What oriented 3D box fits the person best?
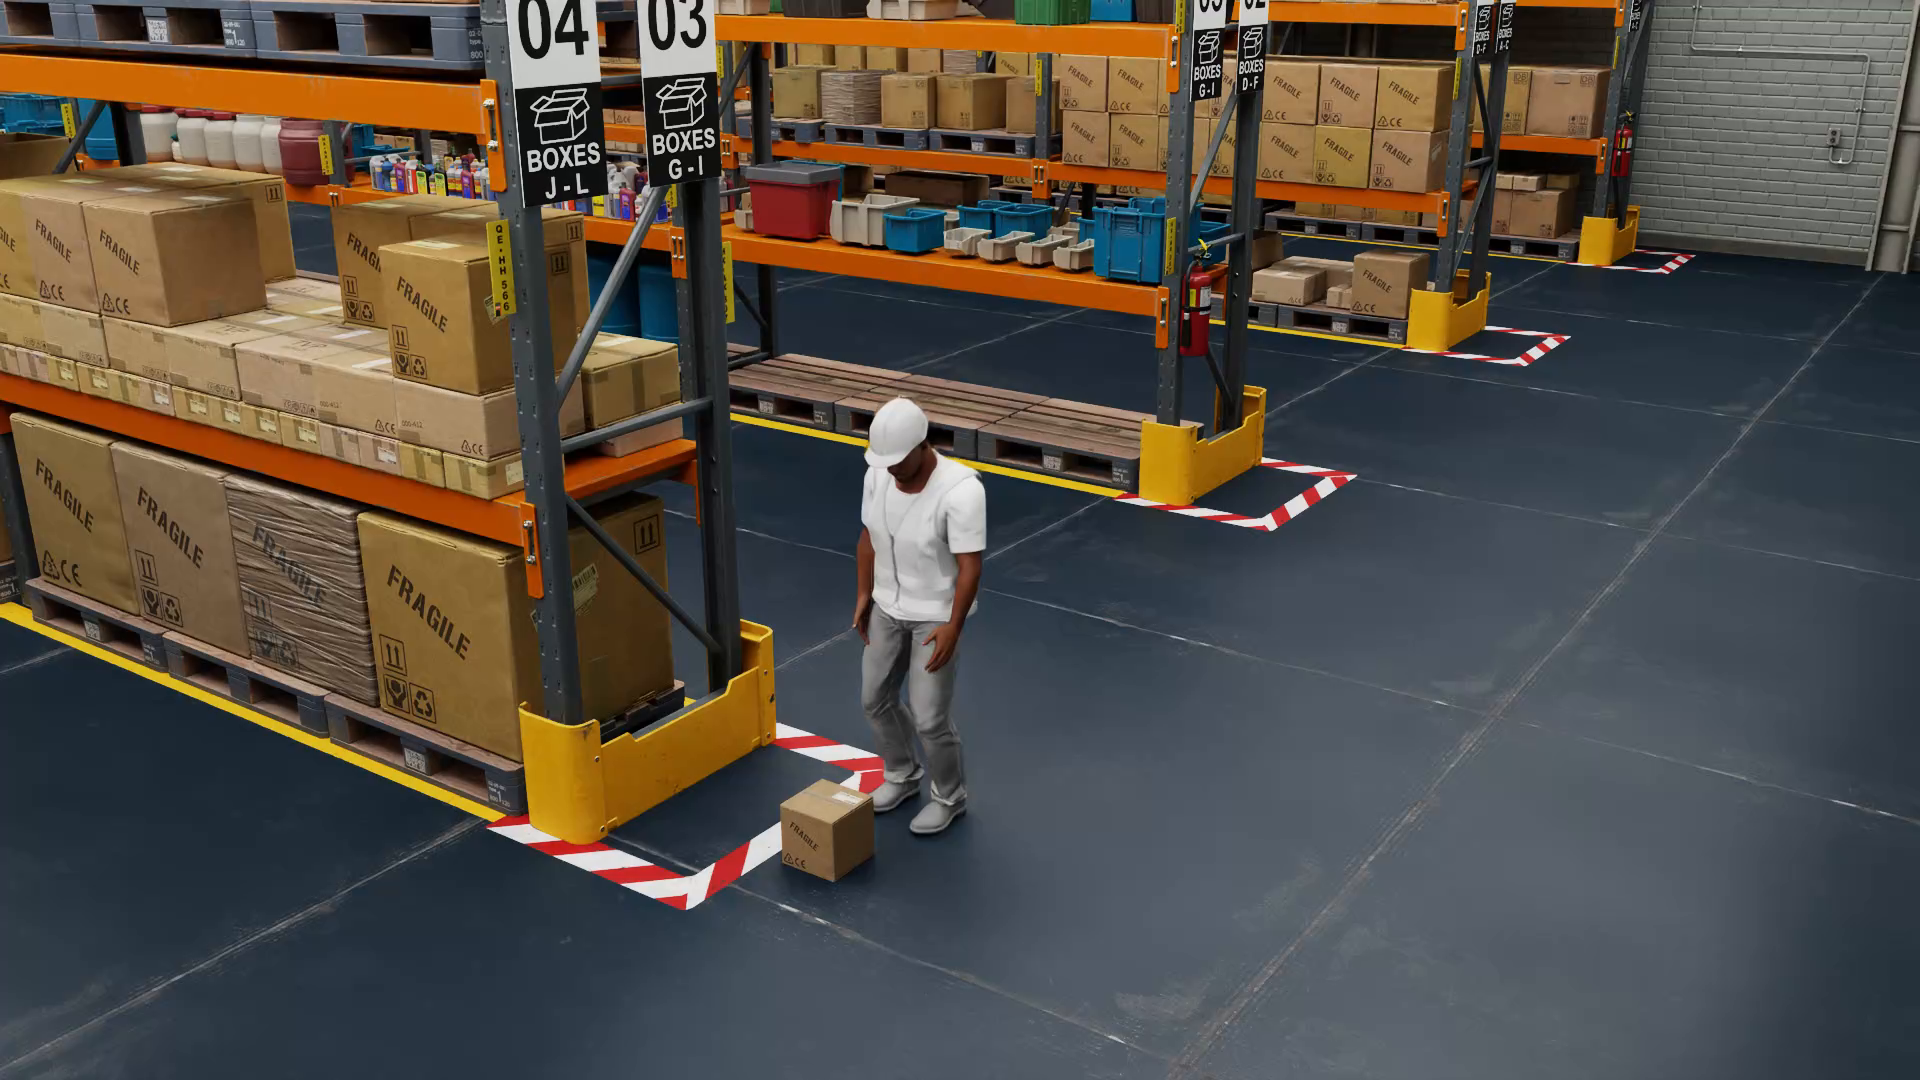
[{"bbox_3d":[-0.166,0.282,6.323,0.591,1.717,0.453,17,25,39],"label":"person"}]
